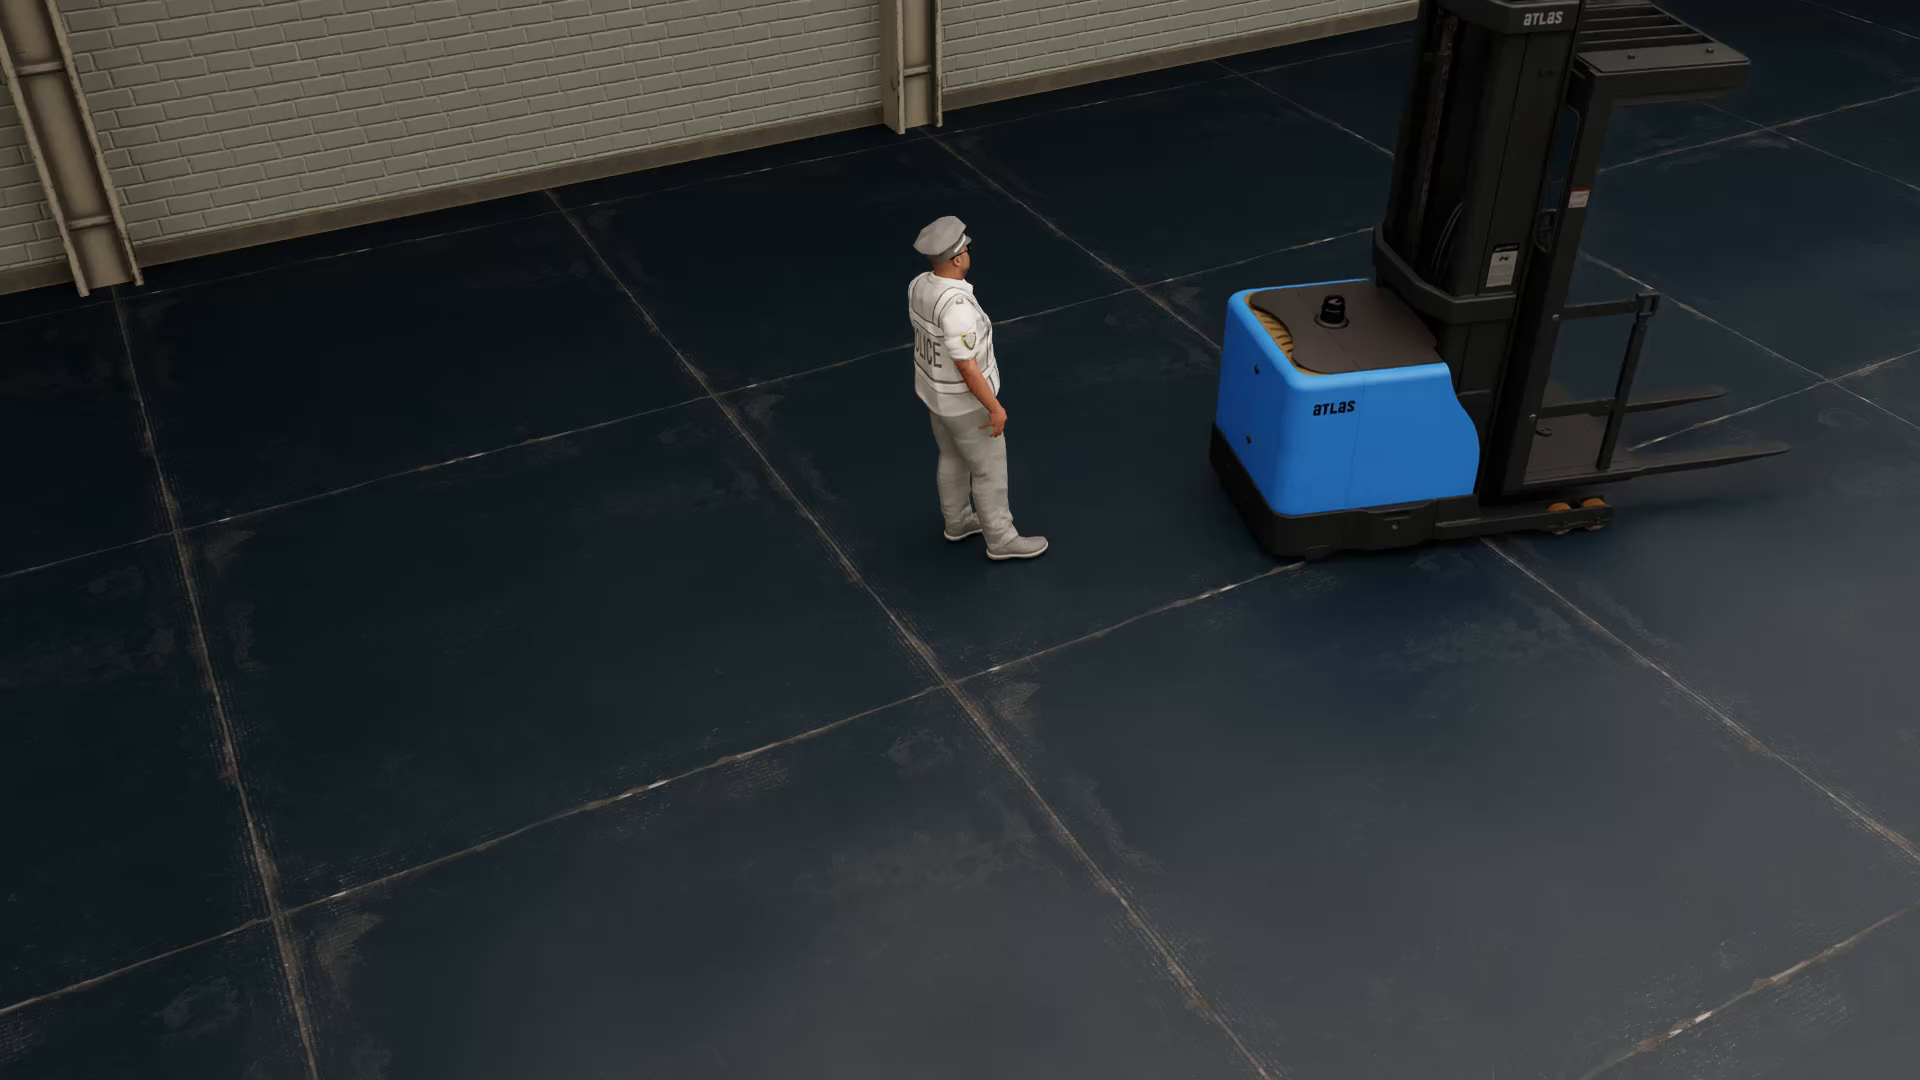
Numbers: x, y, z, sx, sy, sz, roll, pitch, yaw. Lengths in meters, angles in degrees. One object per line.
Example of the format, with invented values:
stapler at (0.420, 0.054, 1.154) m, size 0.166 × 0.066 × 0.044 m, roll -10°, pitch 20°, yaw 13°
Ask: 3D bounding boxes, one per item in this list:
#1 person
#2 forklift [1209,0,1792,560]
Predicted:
person at (0.074, -0.749, 8.165) m, size 0.574 × 1.780 × 0.641 m, roll -17°, pitch 39°, yaw -23°
forklift at (2.945, -1.518, 8.271) m, size 3.031 × 2.935 × 1.130 m, roll -7°, pitch 36°, yaw -10°
